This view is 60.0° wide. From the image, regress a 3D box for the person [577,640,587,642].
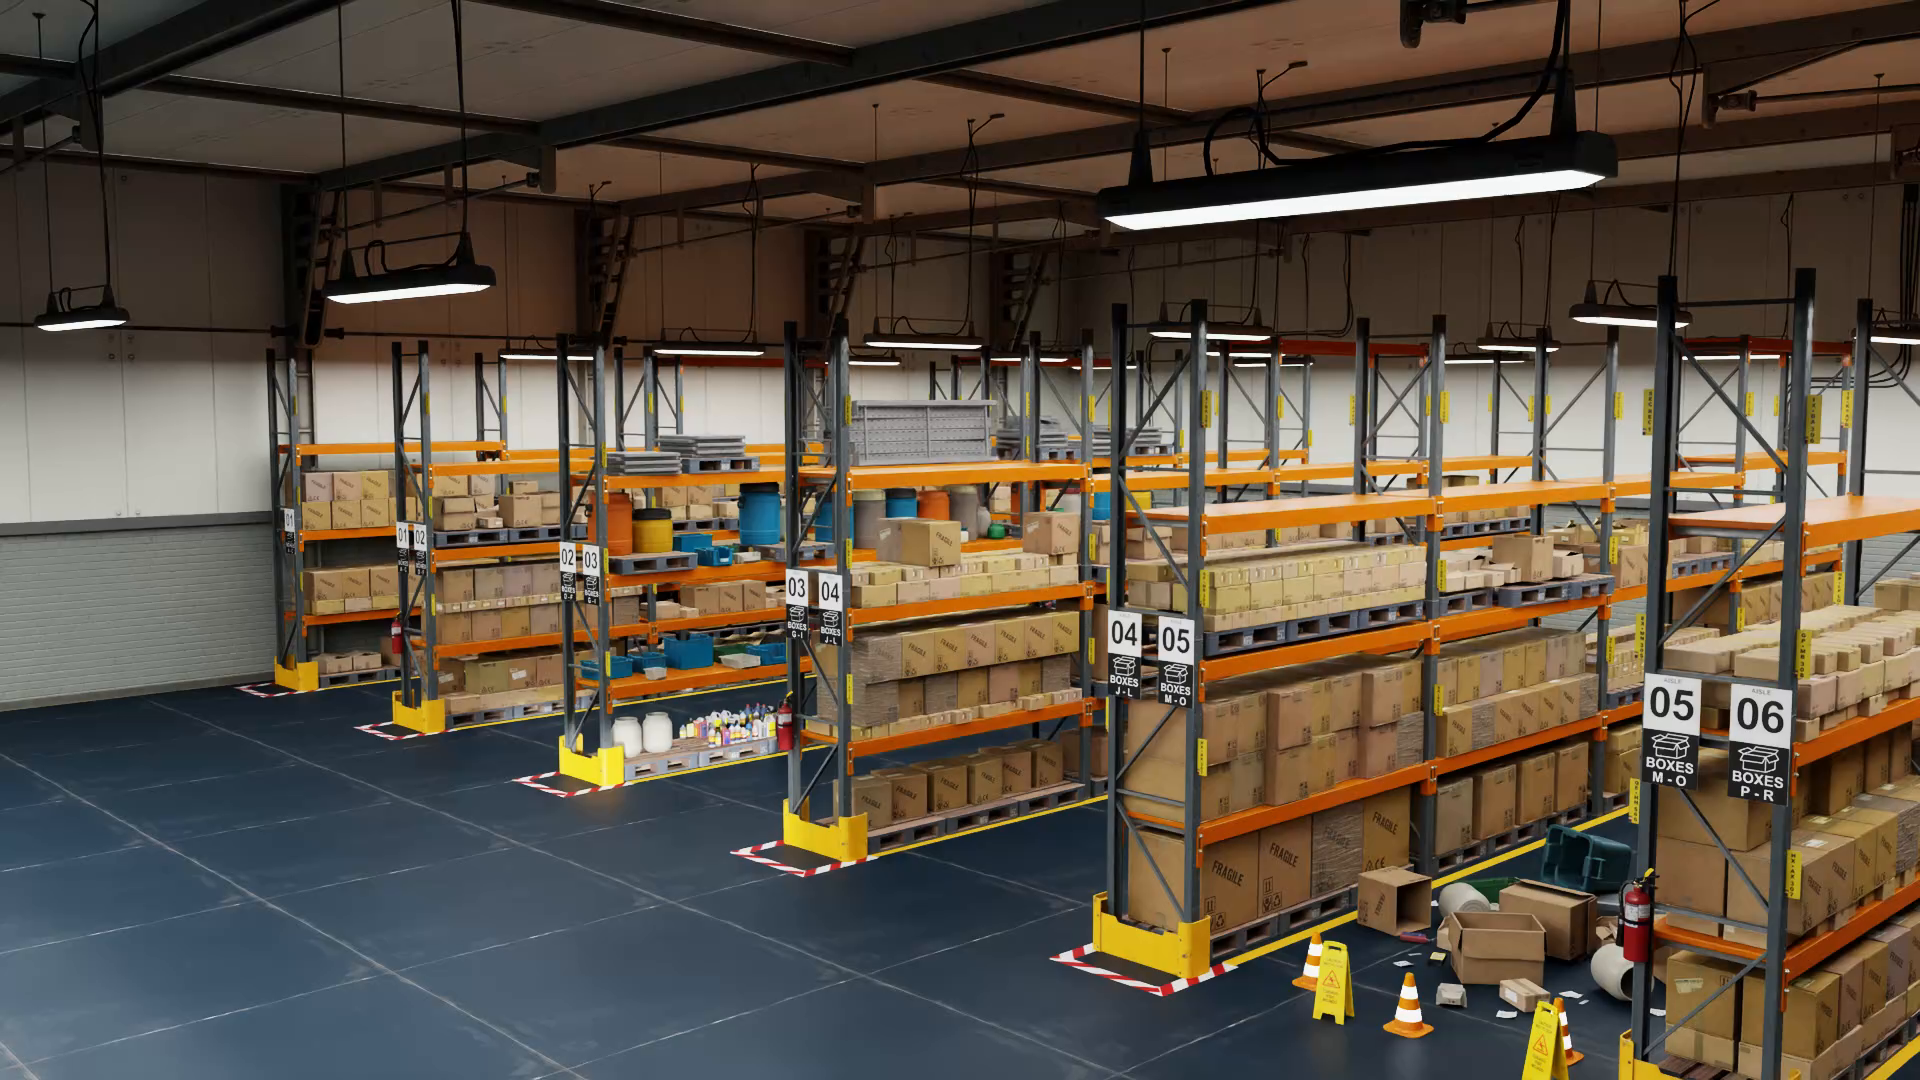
[{"bbox_3d":[-6.887,1.766,29.621,0.497,1.628,0.941,3,6,34],"label":"person"}]
